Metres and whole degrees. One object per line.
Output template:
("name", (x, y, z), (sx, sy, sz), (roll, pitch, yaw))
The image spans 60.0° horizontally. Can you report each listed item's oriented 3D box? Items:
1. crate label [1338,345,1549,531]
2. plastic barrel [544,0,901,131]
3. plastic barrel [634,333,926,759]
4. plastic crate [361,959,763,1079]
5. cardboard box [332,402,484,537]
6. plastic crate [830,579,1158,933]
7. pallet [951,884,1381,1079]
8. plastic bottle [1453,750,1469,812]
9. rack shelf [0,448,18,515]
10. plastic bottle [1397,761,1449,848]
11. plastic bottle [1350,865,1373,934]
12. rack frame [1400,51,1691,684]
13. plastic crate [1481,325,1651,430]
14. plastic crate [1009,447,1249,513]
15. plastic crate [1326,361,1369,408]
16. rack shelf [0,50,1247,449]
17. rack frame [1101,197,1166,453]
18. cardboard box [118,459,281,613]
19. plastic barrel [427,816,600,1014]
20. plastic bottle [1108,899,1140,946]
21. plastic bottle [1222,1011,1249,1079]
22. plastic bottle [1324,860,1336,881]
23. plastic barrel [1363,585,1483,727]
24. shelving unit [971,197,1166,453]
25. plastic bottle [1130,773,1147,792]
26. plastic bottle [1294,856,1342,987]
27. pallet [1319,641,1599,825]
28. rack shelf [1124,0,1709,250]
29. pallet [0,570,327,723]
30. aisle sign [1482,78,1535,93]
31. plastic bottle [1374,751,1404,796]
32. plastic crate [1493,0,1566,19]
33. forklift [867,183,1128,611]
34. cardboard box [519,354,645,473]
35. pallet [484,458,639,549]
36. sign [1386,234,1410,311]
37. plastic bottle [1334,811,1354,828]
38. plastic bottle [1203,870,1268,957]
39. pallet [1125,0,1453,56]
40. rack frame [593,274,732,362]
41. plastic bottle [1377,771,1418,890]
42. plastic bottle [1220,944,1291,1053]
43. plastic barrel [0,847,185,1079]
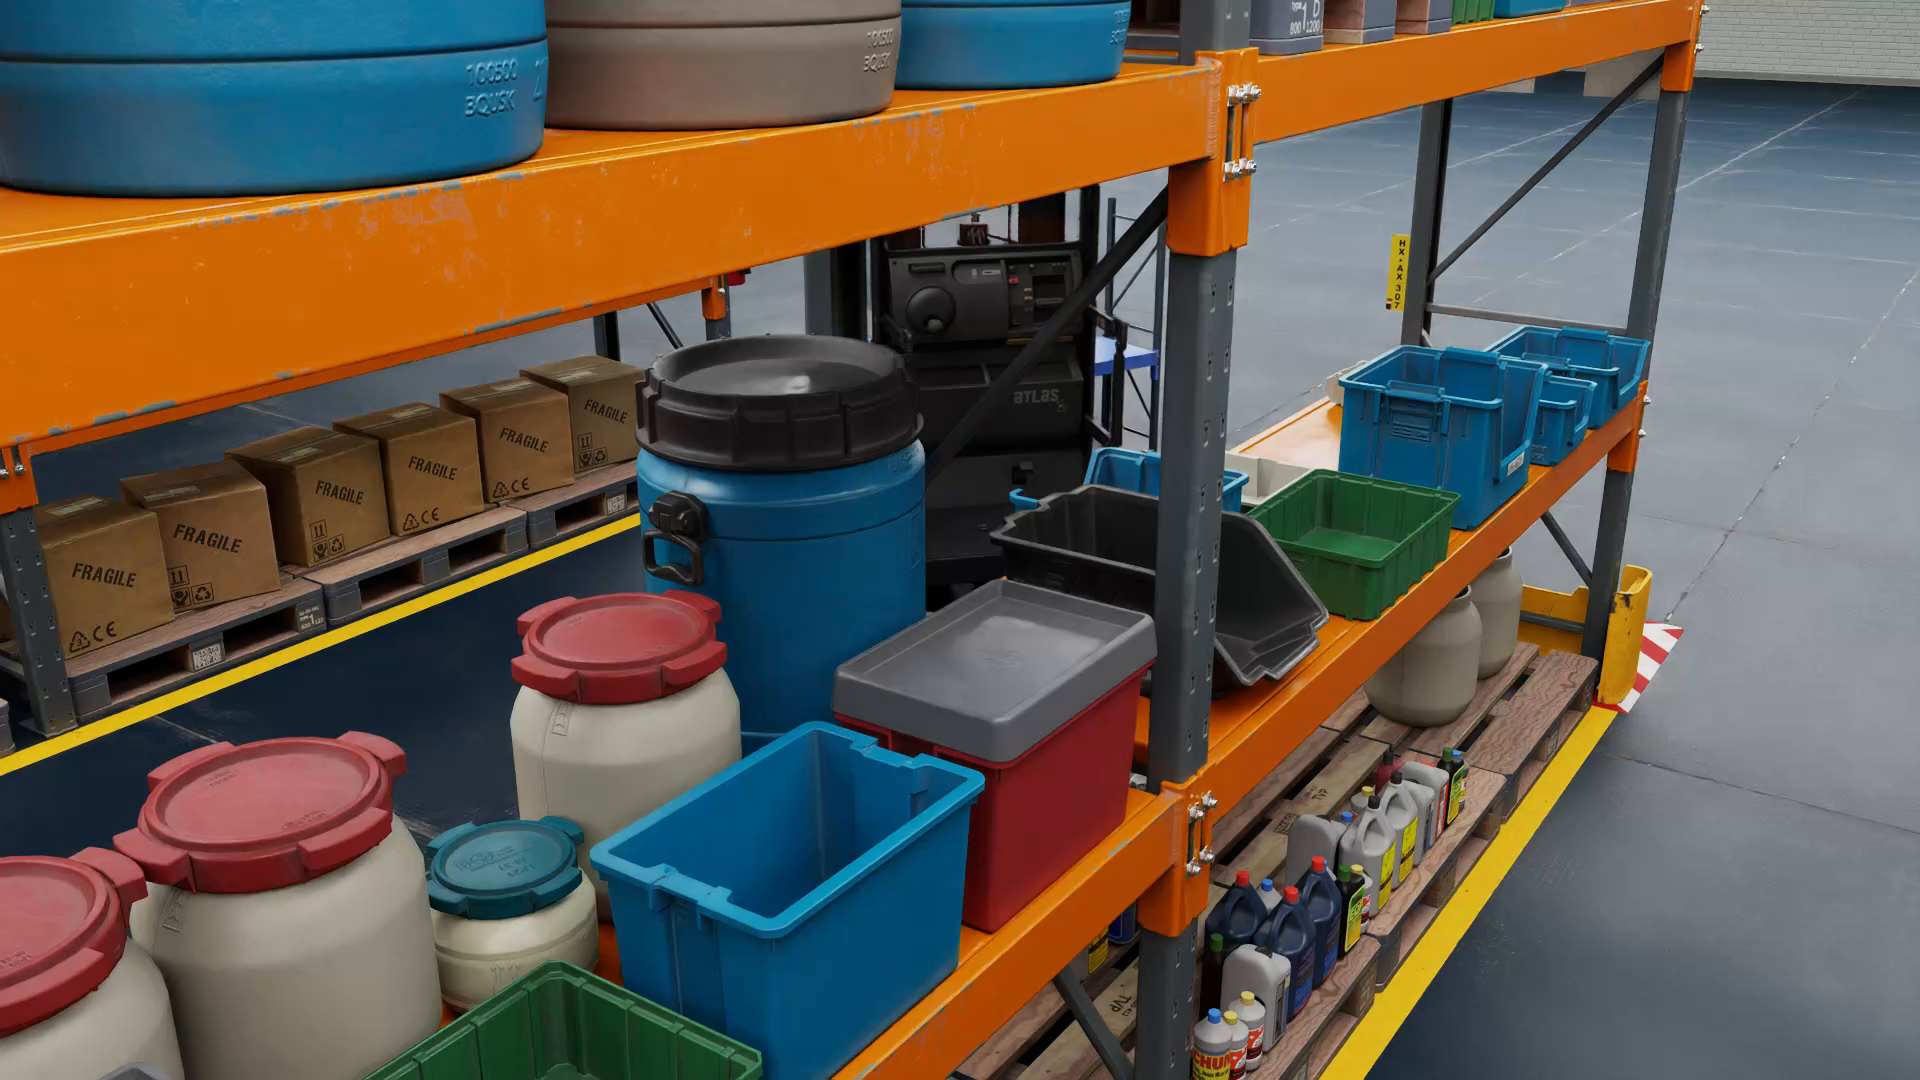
("crate label", (1.532, -0.343, 5.318), (0.502, 0.435, 0.616), (13, 24, 32))
("plastic barrel", (-0.379, -1.026, 2.168), (0.600, 0.901, 0.600), (0, 20, 0))
("plastic barrel", (-0.373, 0.057, 3.564), (0.600, 0.901, 0.708), (13, 24, 32))
("plastic crate", (-0.651, 0.895, 2.328), (0.450, 0.188, 0.662), (13, 24, 32))
("cardboard box", (-2.793, -0.368, 8.433), (0.500, 0.500, 0.500), (16, 26, 37))
("plastic crate", (0.076, 0.409, 3.243), (0.402, 0.464, 0.583), (13, 24, 32))
("pallet", (0.507, 1.364, 4.774), (1.003, 0.211, 1.213), (13, 24, 32))
("plastic bottle", (1.674, 0.811, 5.647), (0.097, 0.201, 0.097), (0, 20, 0))
("rack shelf", (-5.126, 0.186, 4.976), (1.077, 0.370, 4.000), (13, 24, 32))
("plastic bottle", (1.509, 0.843, 5.453), (0.152, 0.276, 0.135), (13, 24, 32))
("plastic bottle", (1.176, 1.065, 4.961), (0.097, 0.201, 0.097), (0, 20, 0))
("rack frame", (2.343, -0.907, 6.894), (1.000, 3.000, 0.127), (13, 24, 32))
("plastic crate", (2.309, -0.636, 6.374), (0.499, 0.251, 0.616), (13, 24, 32))
("plastic crate", (0.492, -0.060, 4.819), (0.499, 0.251, 0.616), (13, 24, 32))
("plastic crate", (1.574, -0.590, 6.415), (0.298, 0.136, 0.250), (13, 24, 32))
("rack shelf", (-1.029, -0.255, 1.844), (1.077, 0.370, 4.000), (13, 24, 32))
("rack frame", (1.048, -1.292, 10.096), (0.032, 1.500, 0.500), (-14, 24, -33))
("cardboard box", (-3.428, -0.023, 7.501), (0.500, 0.500, 0.500), (-15, 25, -35))
("plastic barrel", (-0.776, 0.655, 2.869), (0.301, 0.262, 0.301), (0, 20, 0))
("plastic bottle", (0.463, 1.037, 4.929), (0.152, 0.276, 0.135), (13, 24, 32))
("plastic bottle", (0.694, 1.311, 4.295), (0.097, 0.201, 0.097), (0, 20, 0))
("plastic bottle", (1.050, 1.059, 4.876), (0.097, 0.271, 0.097), (0, 20, 0))
("plastic barrel", (1.755, 0.410, 6.313), (0.421, 0.512, 0.421), (0, 20, 0))
("shelving unit", (0.632, -1.190, 9.821), (1.048, 1.500, 0.538), (-14, 24, -33))
("plastic bottle", (0.603, 0.877, 5.362), (0.152, 0.276, 0.135), (14, 24, 33))
("plastic bottle", (0.998, 1.072, 4.728), (0.144, 0.351, 0.185), (12, 24, 30))
("pallet", (1.878, 0.664, 6.667), (1.003, 0.211, 1.213), (13, 24, 32))
("rack shelf", (1.219, -1.403, 4.947), (1.077, 0.370, 4.000), (13, 24, 32))
("pallet", (-3.653, 0.383, 7.426), (1.003, 0.211, 1.213), (13, 24, 32))
("aisle sign", (2.142, -2.204, 6.653), (0.394, 0.787, 0.004), (13, 24, 32))
("plastic bottle", (1.421, 0.819, 5.508), (0.061, 0.283, 0.133), (13, 24, 32))
("plastic crate", (1.520, -1.701, 4.738), (0.392, 0.384, 0.575), (13, 24, 32))
("forklift", (0.183, -1.144, 7.634), (1.130, 2.935, 3.031), (-5, 21, -13))
("cardboard box", (-2.118, -0.722, 9.391), (0.500, 0.500, 0.500), (19, 28, 42))
("pallet", (-2.282, -0.317, 9.319), (1.003, 0.211, 1.213), (13, 24, 32))
("sign", (1.891, -1.146, 7.139), (0.100, 0.325, 0.005), (13, 24, 32))
("plastic bottle", (1.217, 0.955, 5.258), (0.097, 0.201, 0.097), (0, 20, 0))
("plastic bottle", (0.773, 1.098, 4.658), (0.144, 0.351, 0.185), (13, 24, 32))
("pallet", (0.420, -1.304, 3.915), (1.213, 0.211, 1.003), (13, 24, 32))
("rack frame", (-1.753, -1.873, 9.505), (1.000, 3.000, 0.127), (13, 24, 32))
("plastic bottle", (1.341, 0.896, 5.202), (0.144, 0.351, 0.185), (14, 25, 34))
("plastic bottle", (0.796, 1.208, 4.469), (0.152, 0.276, 0.135), (14, 25, 34))
("plastic barrel", (-1.280, 0.743, 2.236), (0.433, 0.535, 0.433), (0, 20, 0))
